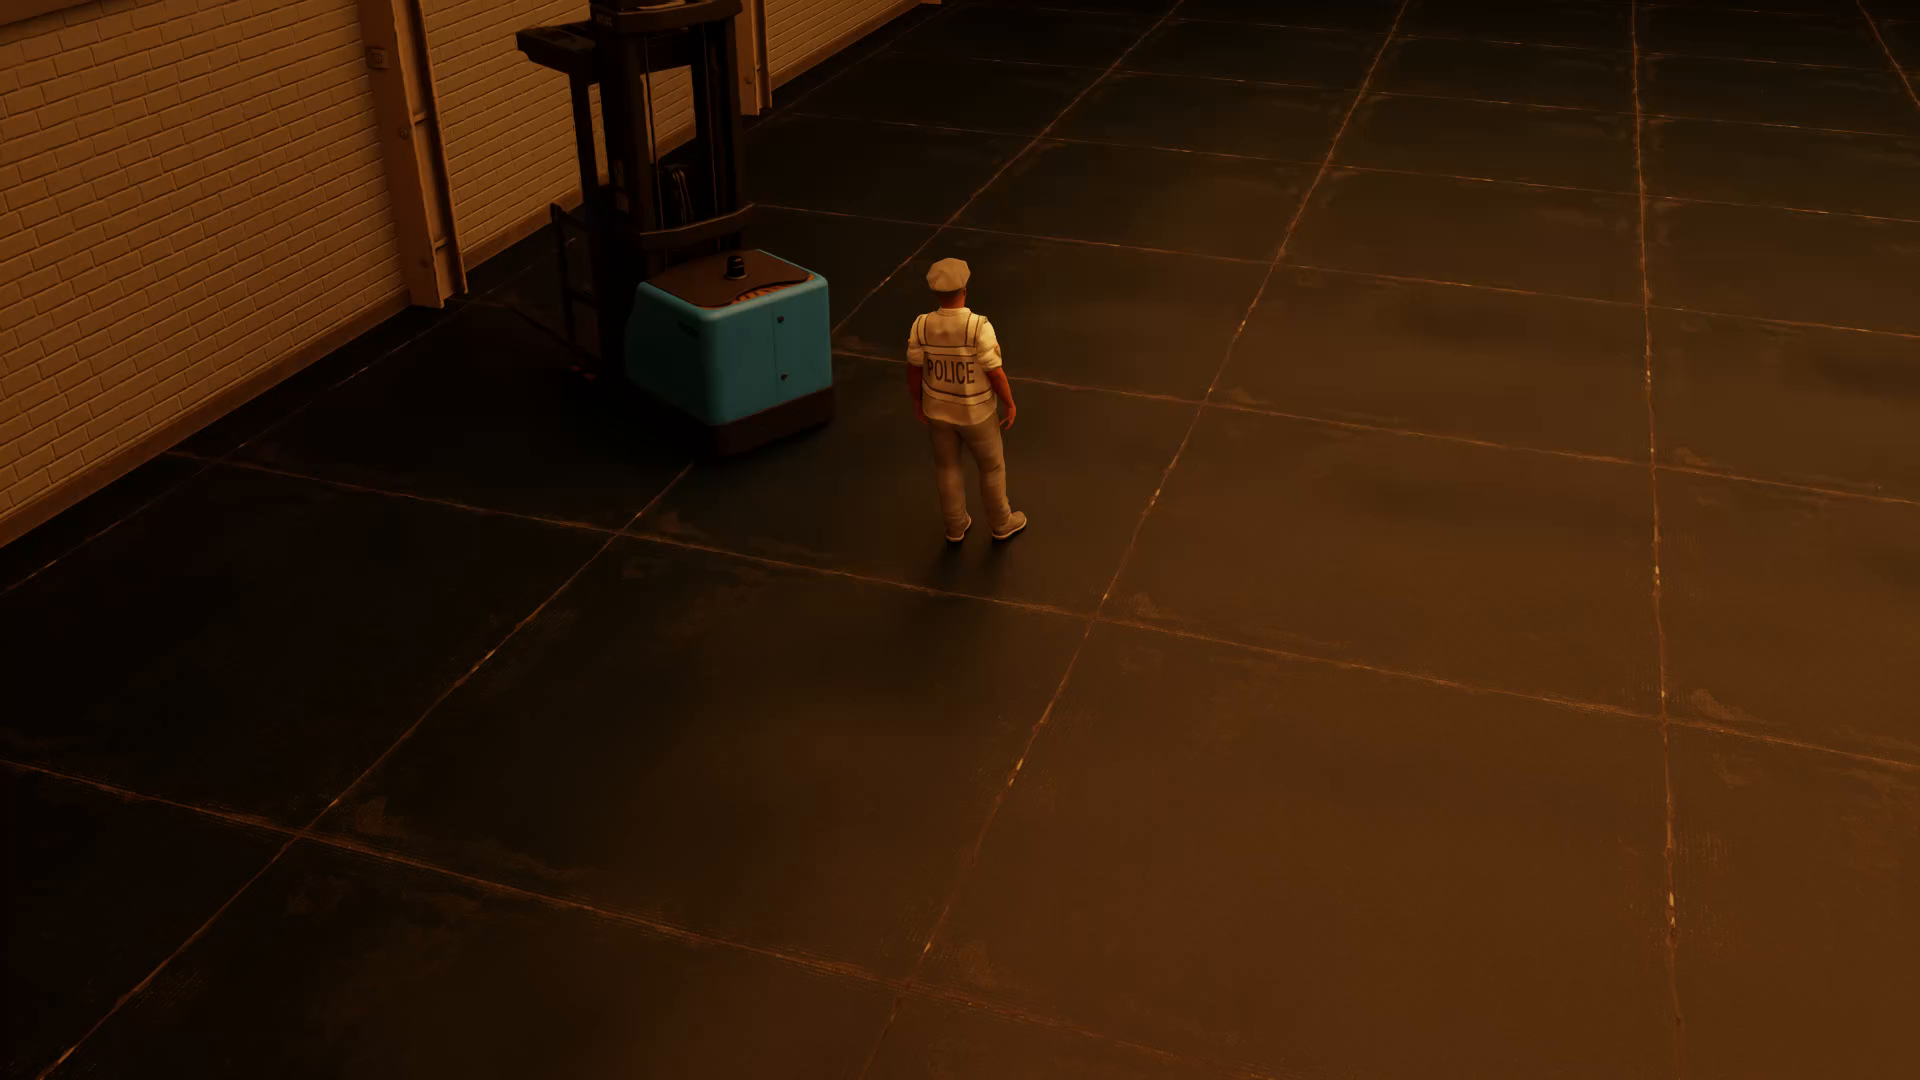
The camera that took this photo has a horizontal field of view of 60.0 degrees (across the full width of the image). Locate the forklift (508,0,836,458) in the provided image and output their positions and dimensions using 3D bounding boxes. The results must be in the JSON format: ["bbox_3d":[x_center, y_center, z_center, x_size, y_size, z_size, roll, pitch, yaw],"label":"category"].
[{"bbox_3d":[-2.221,-2.451,11.437,1.130,2.935,3.031,-24,38,-36],"label":"forklift"}]

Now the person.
[{"bbox_3d":[0.036,-0.815,9.712,0.640,1.780,0.575,10,31,16],"label":"person"}]
